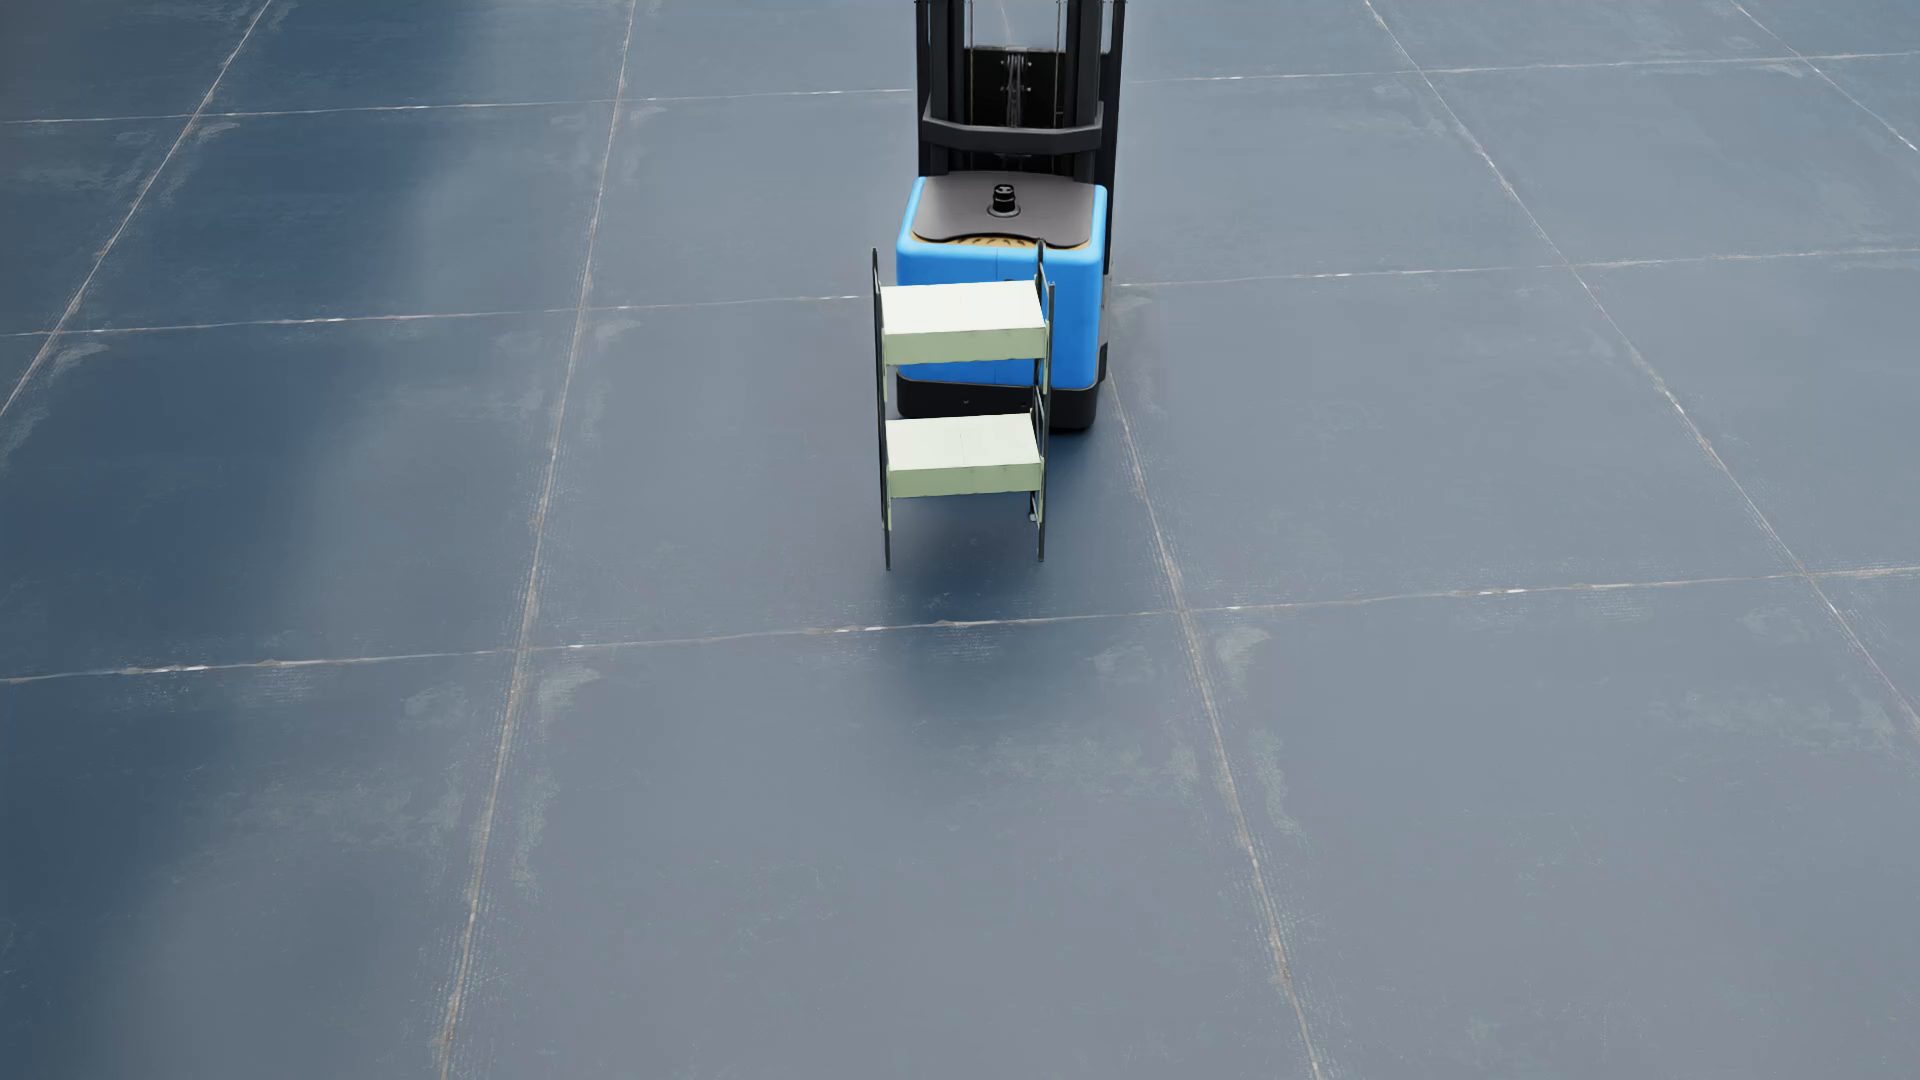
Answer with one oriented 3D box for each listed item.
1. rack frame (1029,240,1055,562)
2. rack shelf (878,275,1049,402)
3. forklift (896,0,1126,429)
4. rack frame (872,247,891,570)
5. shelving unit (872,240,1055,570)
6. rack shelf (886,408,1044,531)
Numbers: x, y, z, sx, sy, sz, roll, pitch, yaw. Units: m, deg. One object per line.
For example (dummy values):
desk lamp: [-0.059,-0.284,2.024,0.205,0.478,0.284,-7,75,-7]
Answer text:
rack frame: [0.371,-0.609,7.633,0.023,1.500,0.400,-3,38,-4]
rack shelf: [0.007,-0.896,7.366,0.720,0.370,0.431,-3,38,-4]
forklift: [0.340,-2.636,9.047,1.130,2.935,3.031,4,38,5]
rack frame: [-0.358,-0.569,7.582,0.023,1.500,0.400,-3,38,-4]
shelving unit: [0.007,-0.589,7.608,0.755,1.500,0.431,-3,38,-4]
rack shelf: [0.007,-0.333,7.810,0.720,0.370,0.431,-3,38,-4]
